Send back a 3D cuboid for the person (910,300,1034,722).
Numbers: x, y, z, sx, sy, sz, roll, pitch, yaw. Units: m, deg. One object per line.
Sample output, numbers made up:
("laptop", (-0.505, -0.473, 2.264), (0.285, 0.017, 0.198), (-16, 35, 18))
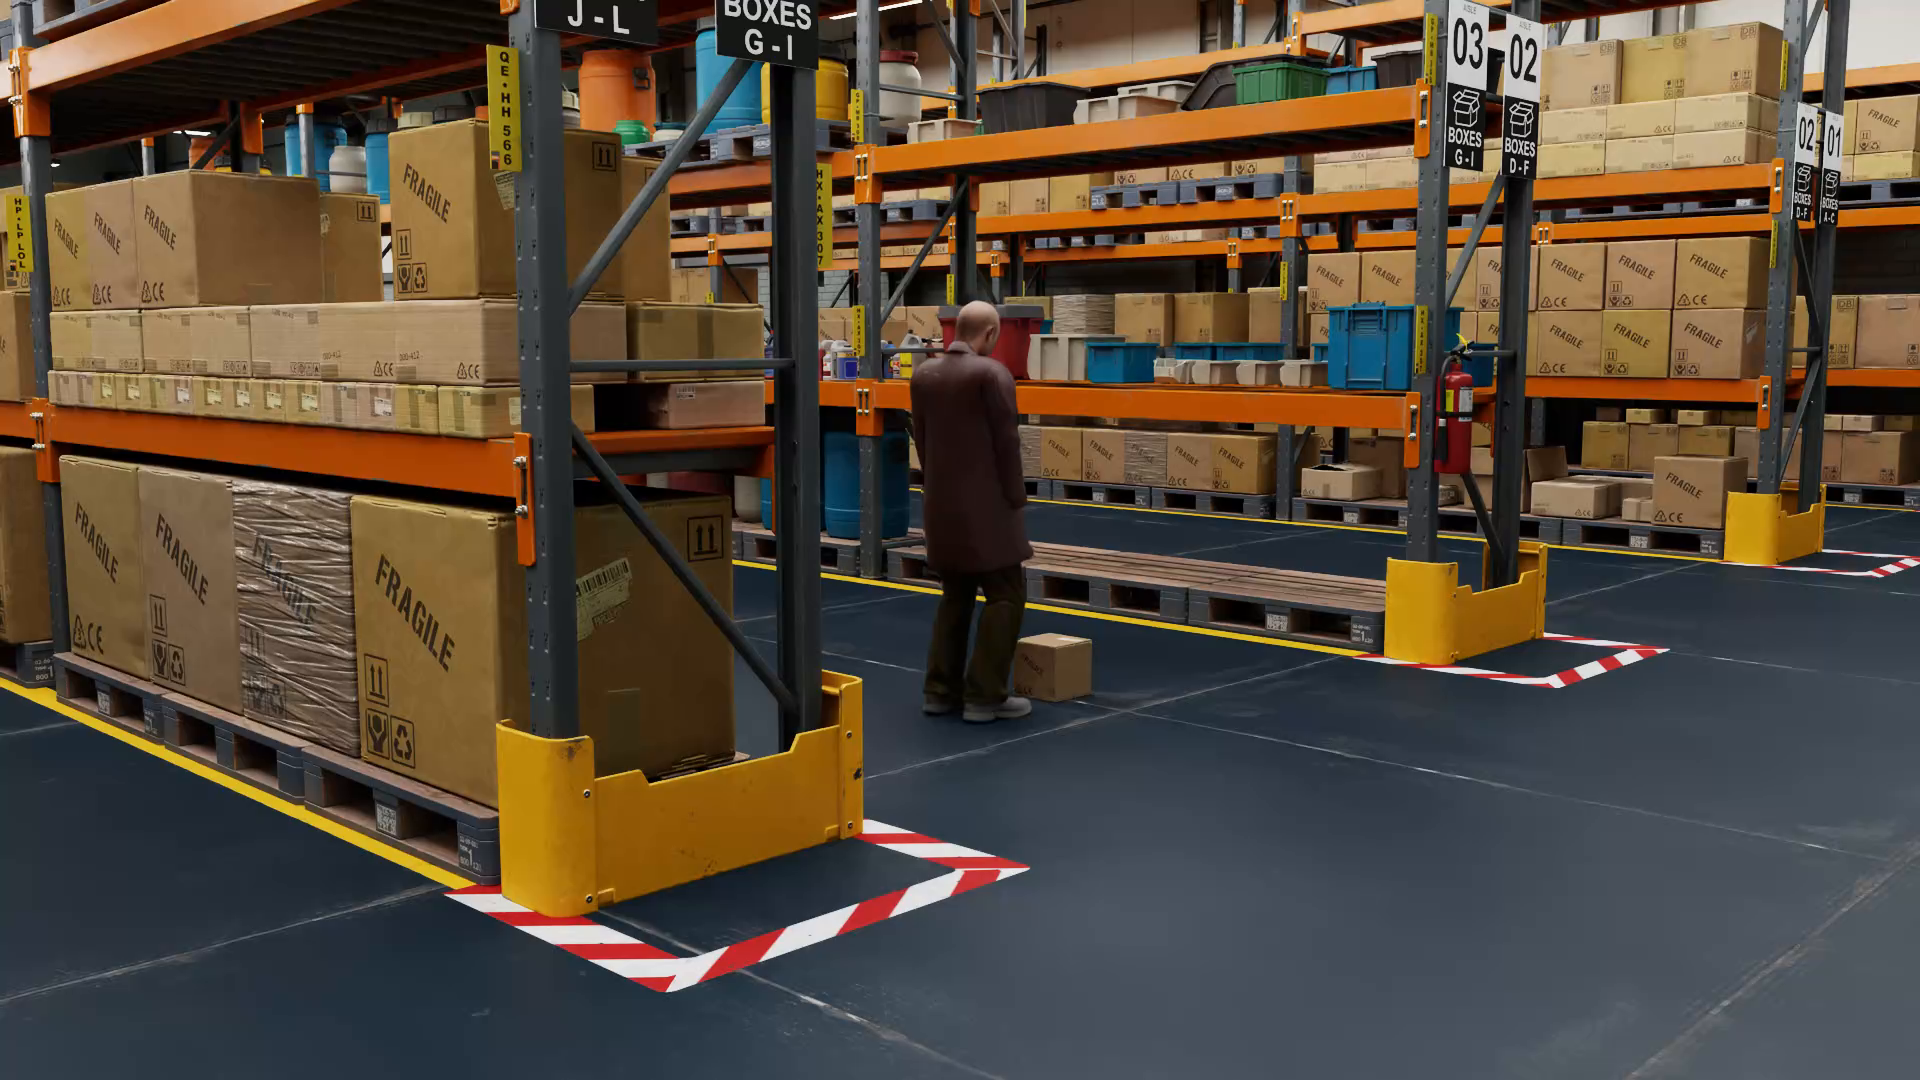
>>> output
("person", (0.044, -0.123, 7.015), (0.390, 1.745, 0.579), (-7, 10, -44))
